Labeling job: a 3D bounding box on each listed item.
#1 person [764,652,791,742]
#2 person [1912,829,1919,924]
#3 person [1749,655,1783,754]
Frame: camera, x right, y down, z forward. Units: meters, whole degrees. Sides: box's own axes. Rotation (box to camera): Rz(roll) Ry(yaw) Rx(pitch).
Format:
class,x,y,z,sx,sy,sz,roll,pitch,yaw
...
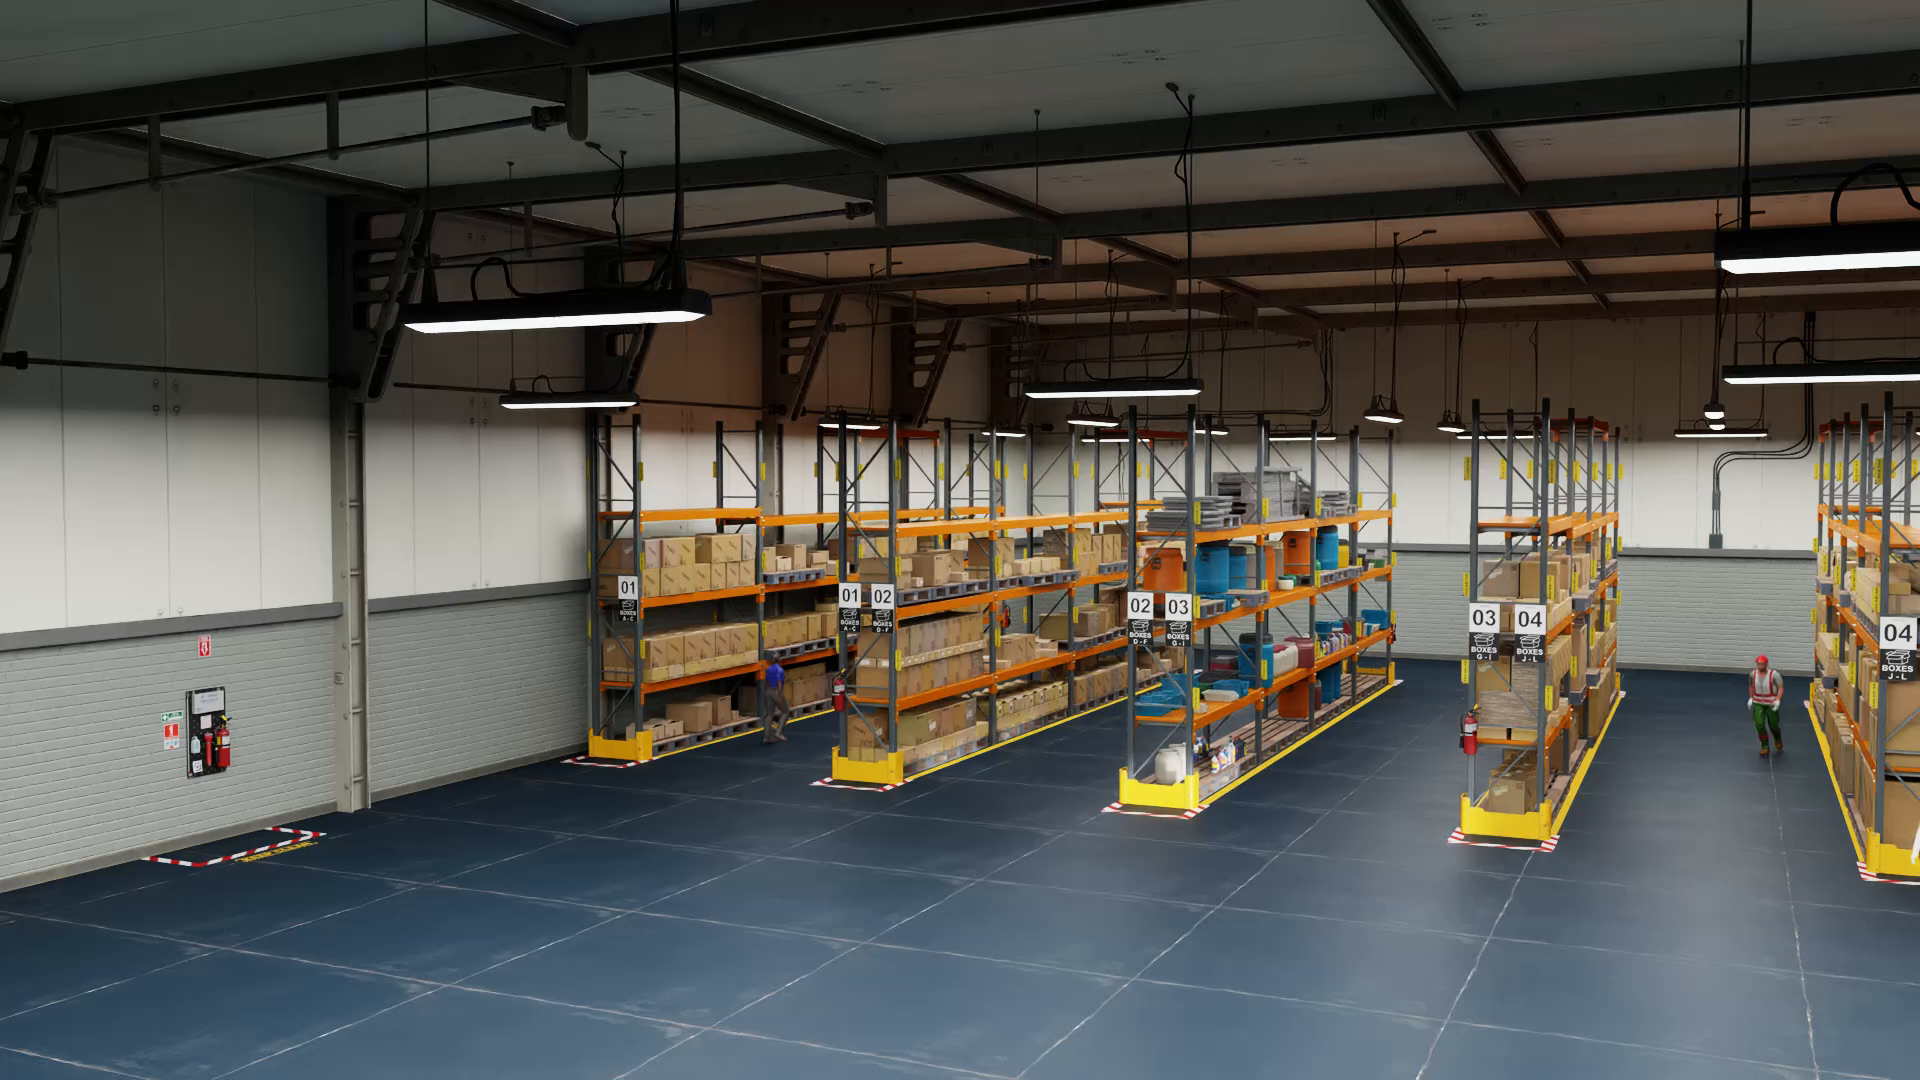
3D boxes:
class,x,y,z,sx,sy,sz,roll,pitch,yaw
person,-3.434,2.929,30.774,0.484,1.662,0.530,2,3,36
person,10.668,3.428,18.125,1.053,1.615,0.514,-1,3,-25
person,14.372,2.906,29.614,0.599,1.763,0.709,2,3,42
